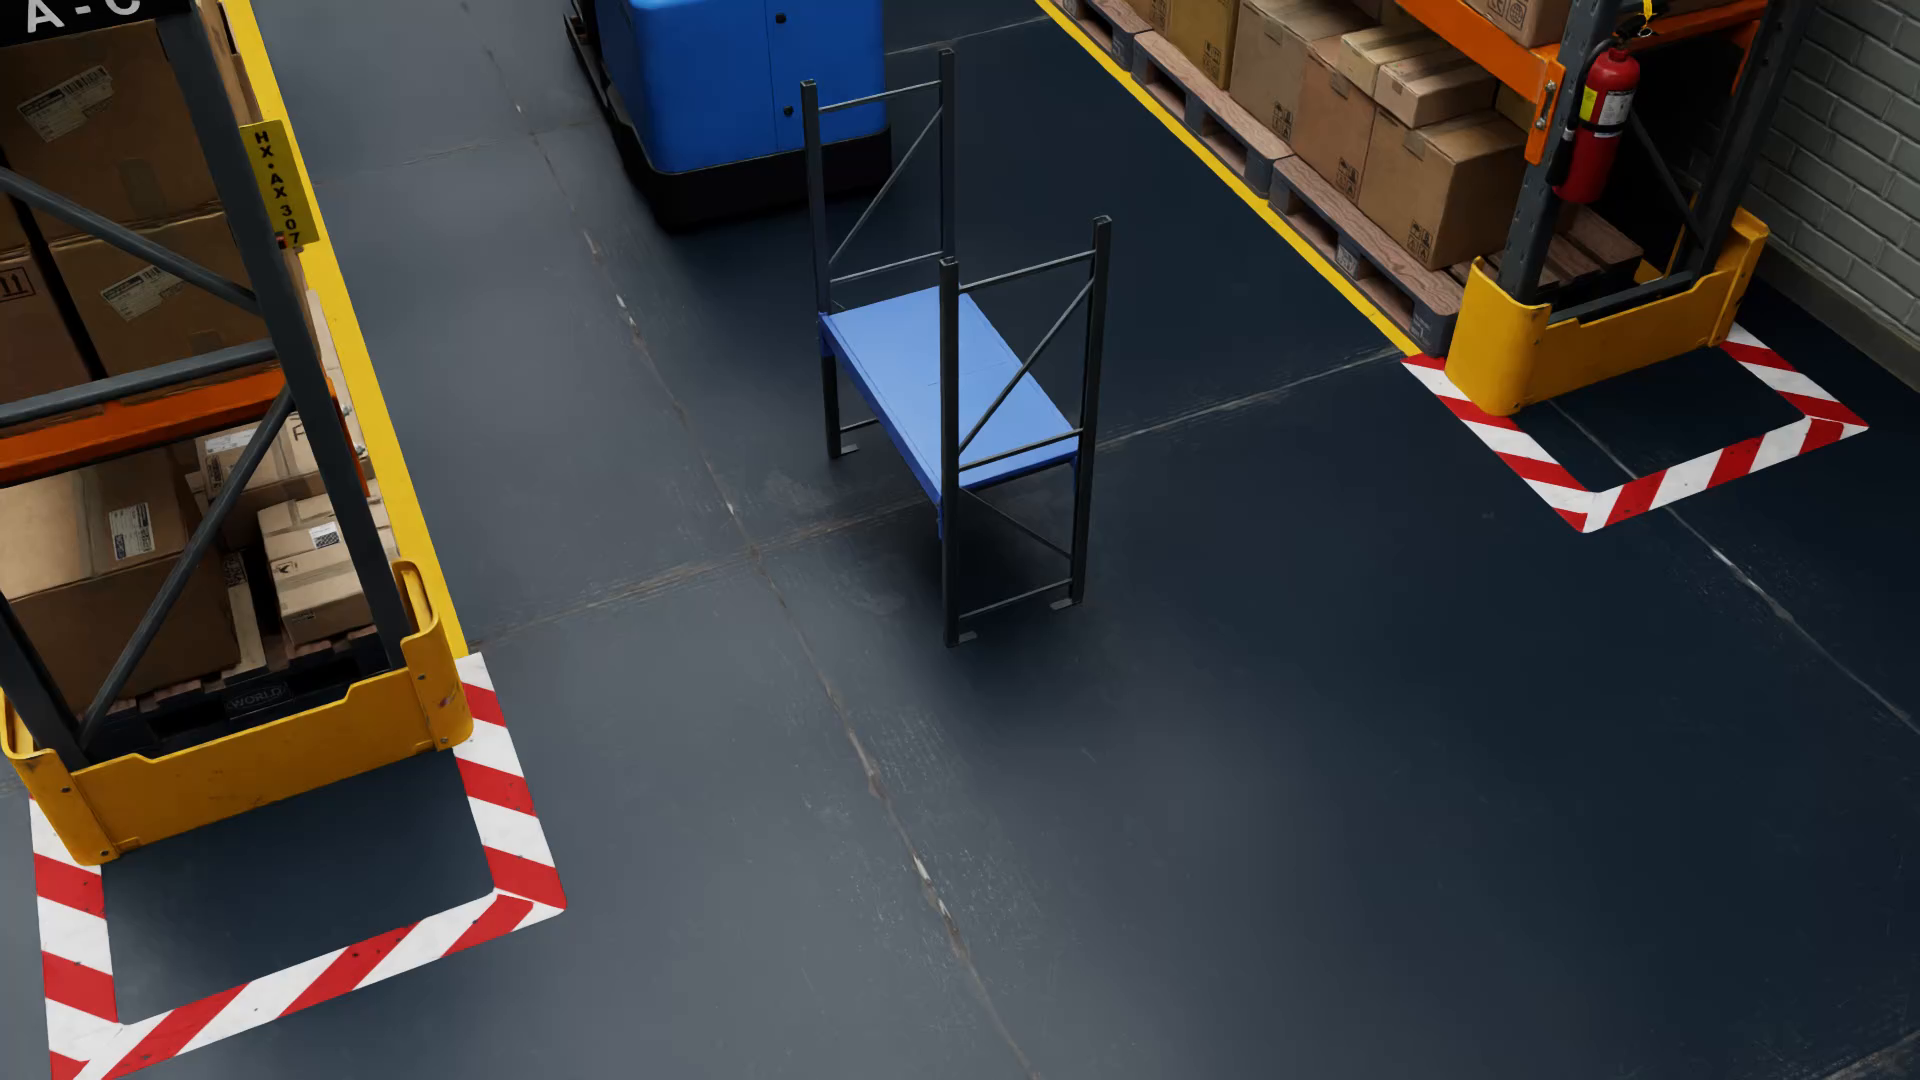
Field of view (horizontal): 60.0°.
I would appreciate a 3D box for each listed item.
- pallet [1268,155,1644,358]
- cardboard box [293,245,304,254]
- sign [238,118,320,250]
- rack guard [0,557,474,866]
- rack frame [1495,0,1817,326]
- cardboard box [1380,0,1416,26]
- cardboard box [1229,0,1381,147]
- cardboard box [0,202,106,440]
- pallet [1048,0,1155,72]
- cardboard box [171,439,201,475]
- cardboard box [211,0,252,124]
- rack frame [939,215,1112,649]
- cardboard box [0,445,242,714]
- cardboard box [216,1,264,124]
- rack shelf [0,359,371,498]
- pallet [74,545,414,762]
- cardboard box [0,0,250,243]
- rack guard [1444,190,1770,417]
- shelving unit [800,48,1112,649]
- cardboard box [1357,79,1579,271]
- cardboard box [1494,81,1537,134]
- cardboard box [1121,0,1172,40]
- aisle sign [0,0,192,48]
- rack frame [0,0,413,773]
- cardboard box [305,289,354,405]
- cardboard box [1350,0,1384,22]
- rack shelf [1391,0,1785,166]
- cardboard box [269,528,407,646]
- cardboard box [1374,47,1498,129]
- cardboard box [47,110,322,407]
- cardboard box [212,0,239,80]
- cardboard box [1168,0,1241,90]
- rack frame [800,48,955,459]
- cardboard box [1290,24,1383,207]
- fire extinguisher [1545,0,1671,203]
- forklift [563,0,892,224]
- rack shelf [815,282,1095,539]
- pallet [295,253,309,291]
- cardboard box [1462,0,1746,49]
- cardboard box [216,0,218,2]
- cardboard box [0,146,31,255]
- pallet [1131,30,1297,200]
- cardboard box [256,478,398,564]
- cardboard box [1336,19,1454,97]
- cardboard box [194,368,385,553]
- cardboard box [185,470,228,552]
[{"bbox_3d":[2.028,-1.304,6.922,1.003,0.211,1.213,-18,47,-17],"label":"pallet"},{"bbox_3d":[-2.927,-1.336,6.570,0.500,0.311,0.500,-18,47,-17],"label":"cardboard box"},{"bbox_3d":[-1.565,-0.814,3.823,0.100,0.325,0.005,-18,47,-17],"label":"sign"},{"bbox_3d":[-2.089,0.496,4.891,1.175,0.500,0.348,-18,47,-17],"label":"rack guard"},{"bbox_3d":[2.435,-1.810,5.449,1.000,3.000,0.127,-18,47,-17],"label":"rack frame"},{"bbox_3d":[1.966,-2.179,6.842,0.380,0.149,0.250,-18,47,-17],"label":"cardboard box"},{"bbox_3d":[1.628,-2.126,7.250,0.700,0.500,0.500,-19,48,-19],"label":"cardboard box"},{"bbox_3d":[-2.493,-0.586,4.137,0.500,0.500,0.500,-17,47,-16],"label":"cardboard box"},{"bbox_3d":[1.002,-2.859,8.497,1.003,0.211,1.213,-18,47,-17],"label":"pallet"},{"bbox_3d":[-2.882,-0.411,5.675,0.500,0.250,0.500,-18,47,-17],"label":"cardboard box"},{"bbox_3d":[-2.435,-1.389,4.951,0.500,0.500,0.500,-18,47,-18],"label":"cardboard box"},{"bbox_3d":[0.178,-0.264,4.950,0.500,1.500,0.032,-18,47,-17],"label":"rack frame"},{"bbox_3d":[-2.510,0.114,4.965,0.500,0.500,0.500,-18,47,-17],"label":"cardboard box"},{"bbox_3d":[-3.242,-1.882,6.988,0.500,0.500,0.500,-18,47,-17],"label":"cardboard box"},{"bbox_3d":[-2.898,-1.364,5.509,1.077,0.370,4.000,-18,47,-17],"label":"rack shelf"},{"bbox_3d":[-2.426,0.091,5.507,1.003,0.211,1.213,-18,47,-17],"label":"pallet"},{"bbox_3d":[-2.005,-1.097,3.943,0.500,0.500,0.500,-17,47,-16],"label":"cardboard box"},{"bbox_3d":[2.446,-0.905,6.312,1.175,0.500,0.348,-18,47,-17],"label":"rack guard"},{"bbox_3d":[-0.036,-0.588,5.278,0.538,1.500,1.048,-18,47,-17],"label":"shelving unit"},{"bbox_3d":[2.050,-1.487,6.602,0.700,0.500,0.500,-18,47,-17],"label":"cardboard box"},{"bbox_3d":[2.284,-1.697,6.353,0.380,0.149,0.250,-18,47,-17],"label":"cardboard box"},{"bbox_3d":[1.183,-2.791,7.924,0.700,0.500,0.500,-18,48,-18],"label":"cardboard box"},{"bbox_3d":[-1.762,-1.314,3.095,0.394,0.787,0.004,-18,47,-17],"label":"aisle sign"},{"bbox_3d":[-2.057,-0.345,3.964,1.000,3.000,0.127,-18,47,-17],"label":"rack frame"},{"bbox_3d":[-2.449,-0.591,5.857,0.500,0.250,0.500,-18,47,-17],"label":"cardboard box"},{"bbox_3d":[1.858,-2.341,7.006,0.380,0.149,0.250,-17,47,-17],"label":"cardboard box"},{"bbox_3d":[1.594,-2.829,6.994,1.077,0.370,4.000,-18,47,-17],"label":"rack shelf"},{"bbox_3d":[-1.922,0.145,5.184,0.380,0.149,0.250,-18,47,-17],"label":"cardboard box"},{"bbox_3d":[1.831,-1.746,6.402,0.380,0.149,0.250,-19,48,-18],"label":"cardboard box"},{"bbox_3d":[-2.005,-0.741,4.295,0.500,0.500,0.500,-17,47,-17],"label":"cardboard box"},{"bbox_3d":[-2.644,-1.708,5.274,0.500,0.500,0.500,-17,47,-17],"label":"cardboard box"},{"bbox_3d":[1.397,-2.463,7.592,0.700,0.500,0.500,-17,47,-16],"label":"cardboard box"},{"bbox_3d":[-0.250,-0.912,5.607,0.500,1.500,0.032,-18,47,-17],"label":"rack frame"},{"bbox_3d":[1.840,-1.806,6.925,0.700,0.500,0.500,-18,47,-18],"label":"cardboard box"},{"bbox_3d":[2.080,-1.418,5.372,0.296,0.674,0.183,-18,47,-17],"label":"fire extinguisher"},{"bbox_3d":[-1.297,-3.425,7.134,1.130,2.935,3.031,-15,47,-15],"label":"forklift"},{"bbox_3d":[-0.036,-0.460,5.405,0.538,0.185,1.000,-18,47,-17],"label":"rack shelf"},{"bbox_3d":[-2.935,-0.685,6.294,1.003,0.211,1.213,-18,47,-17],"label":"pallet"},{"bbox_3d":[2.212,-2.239,5.670,0.980,0.700,0.700,-16,47,-16],"label":"cardboard box"},{"bbox_3d":[-3.722,-2.541,7.656,0.500,0.500,0.500,-20,48,-19],"label":"cardboard box"},{"bbox_3d":[-2.494,-0.939,3.783,0.500,0.500,0.500,-18,48,-18],"label":"cardboard box"},{"bbox_3d":[1.519,-2.081,7.708,1.003,0.211,1.213,-18,47,-17],"label":"pallet"},{"bbox_3d":[-2.027,-0.021,5.340,0.380,0.166,0.250,-18,47,-17],"label":"cardboard box"},{"bbox_3d":[1.723,-1.908,6.567,0.380,0.149,0.250,-17,47,-16],"label":"cardboard box"},{"bbox_3d":[-2.239,-0.272,5.534,0.500,0.250,0.500,-18,47,-17],"label":"cardboard box"},{"bbox_3d":[-2.598,-0.052,5.371,0.380,0.166,0.250,-18,47,-17],"label":"cardboard box"}]
